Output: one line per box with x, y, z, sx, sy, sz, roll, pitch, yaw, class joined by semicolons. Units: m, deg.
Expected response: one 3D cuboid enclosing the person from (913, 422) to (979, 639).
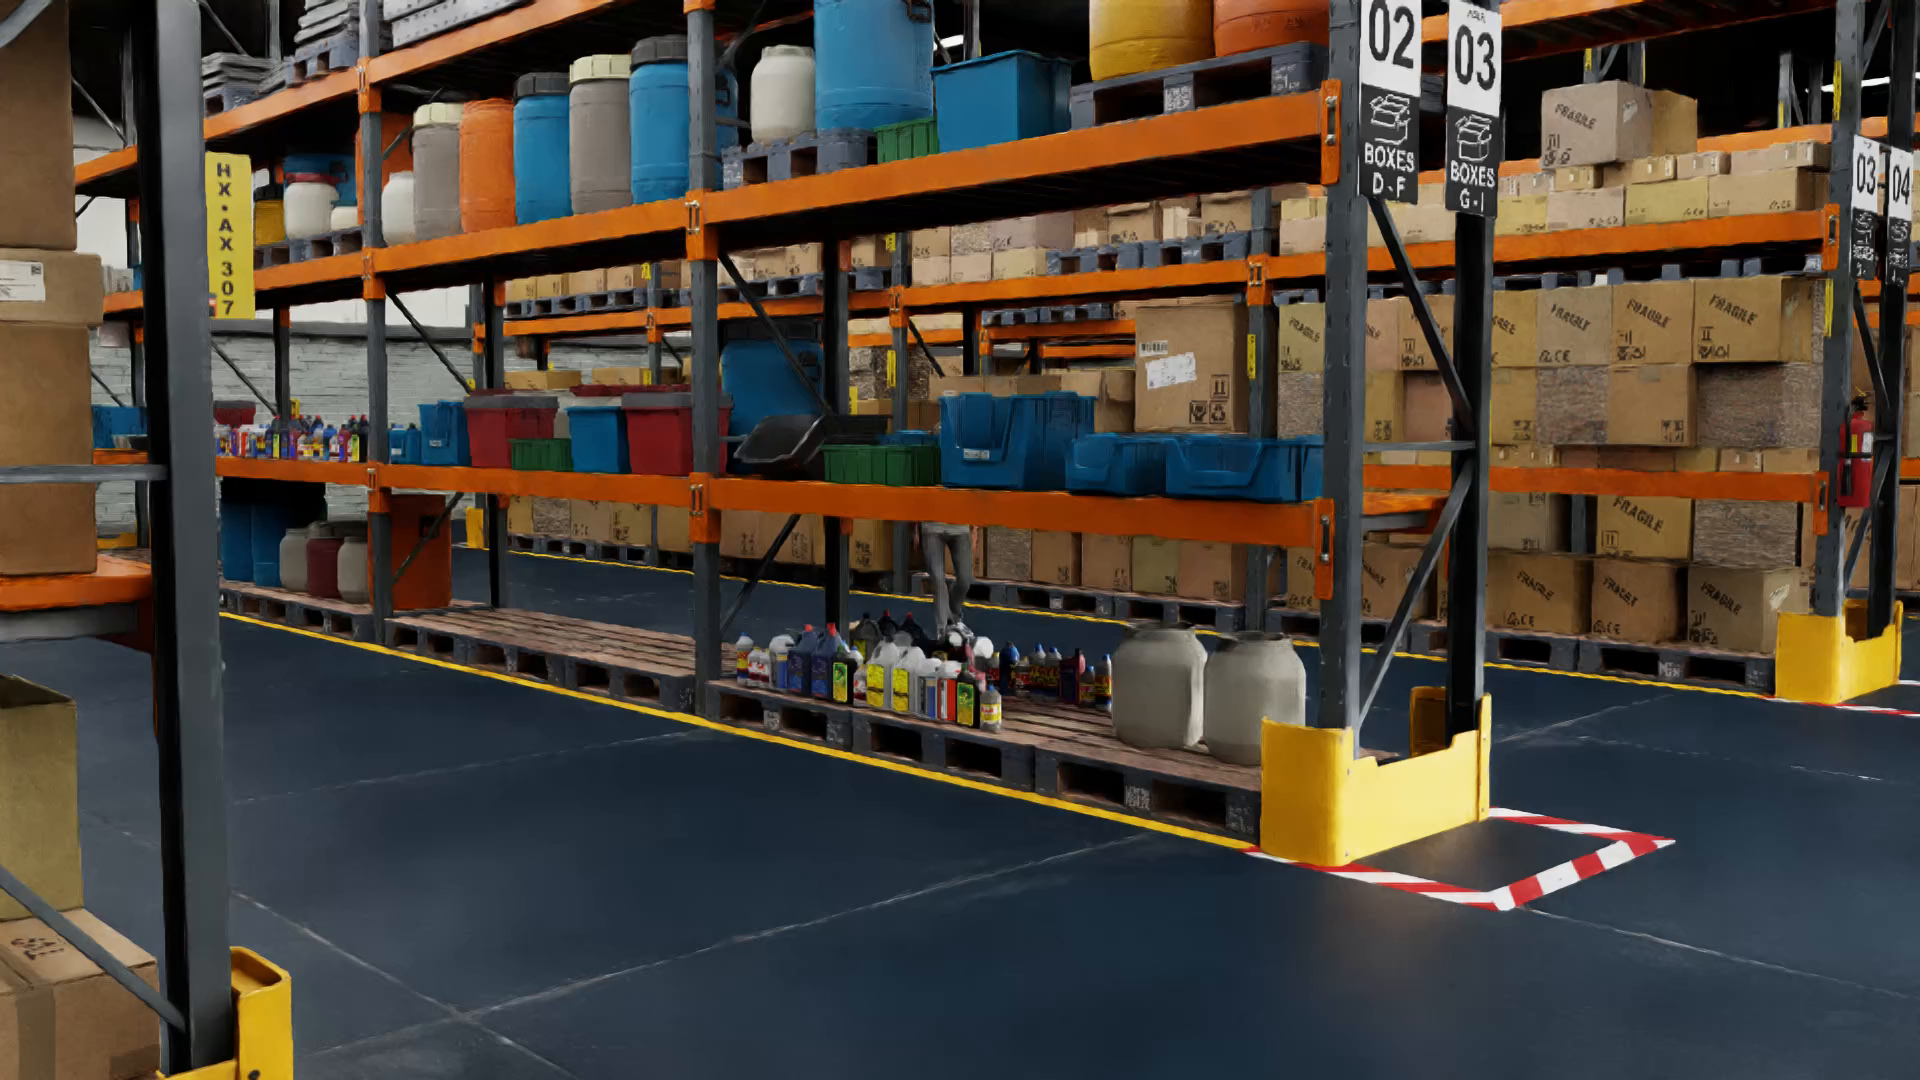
-0.103;-0.042;11.832;0.463;1.597;0.576;0;4;-2;person
